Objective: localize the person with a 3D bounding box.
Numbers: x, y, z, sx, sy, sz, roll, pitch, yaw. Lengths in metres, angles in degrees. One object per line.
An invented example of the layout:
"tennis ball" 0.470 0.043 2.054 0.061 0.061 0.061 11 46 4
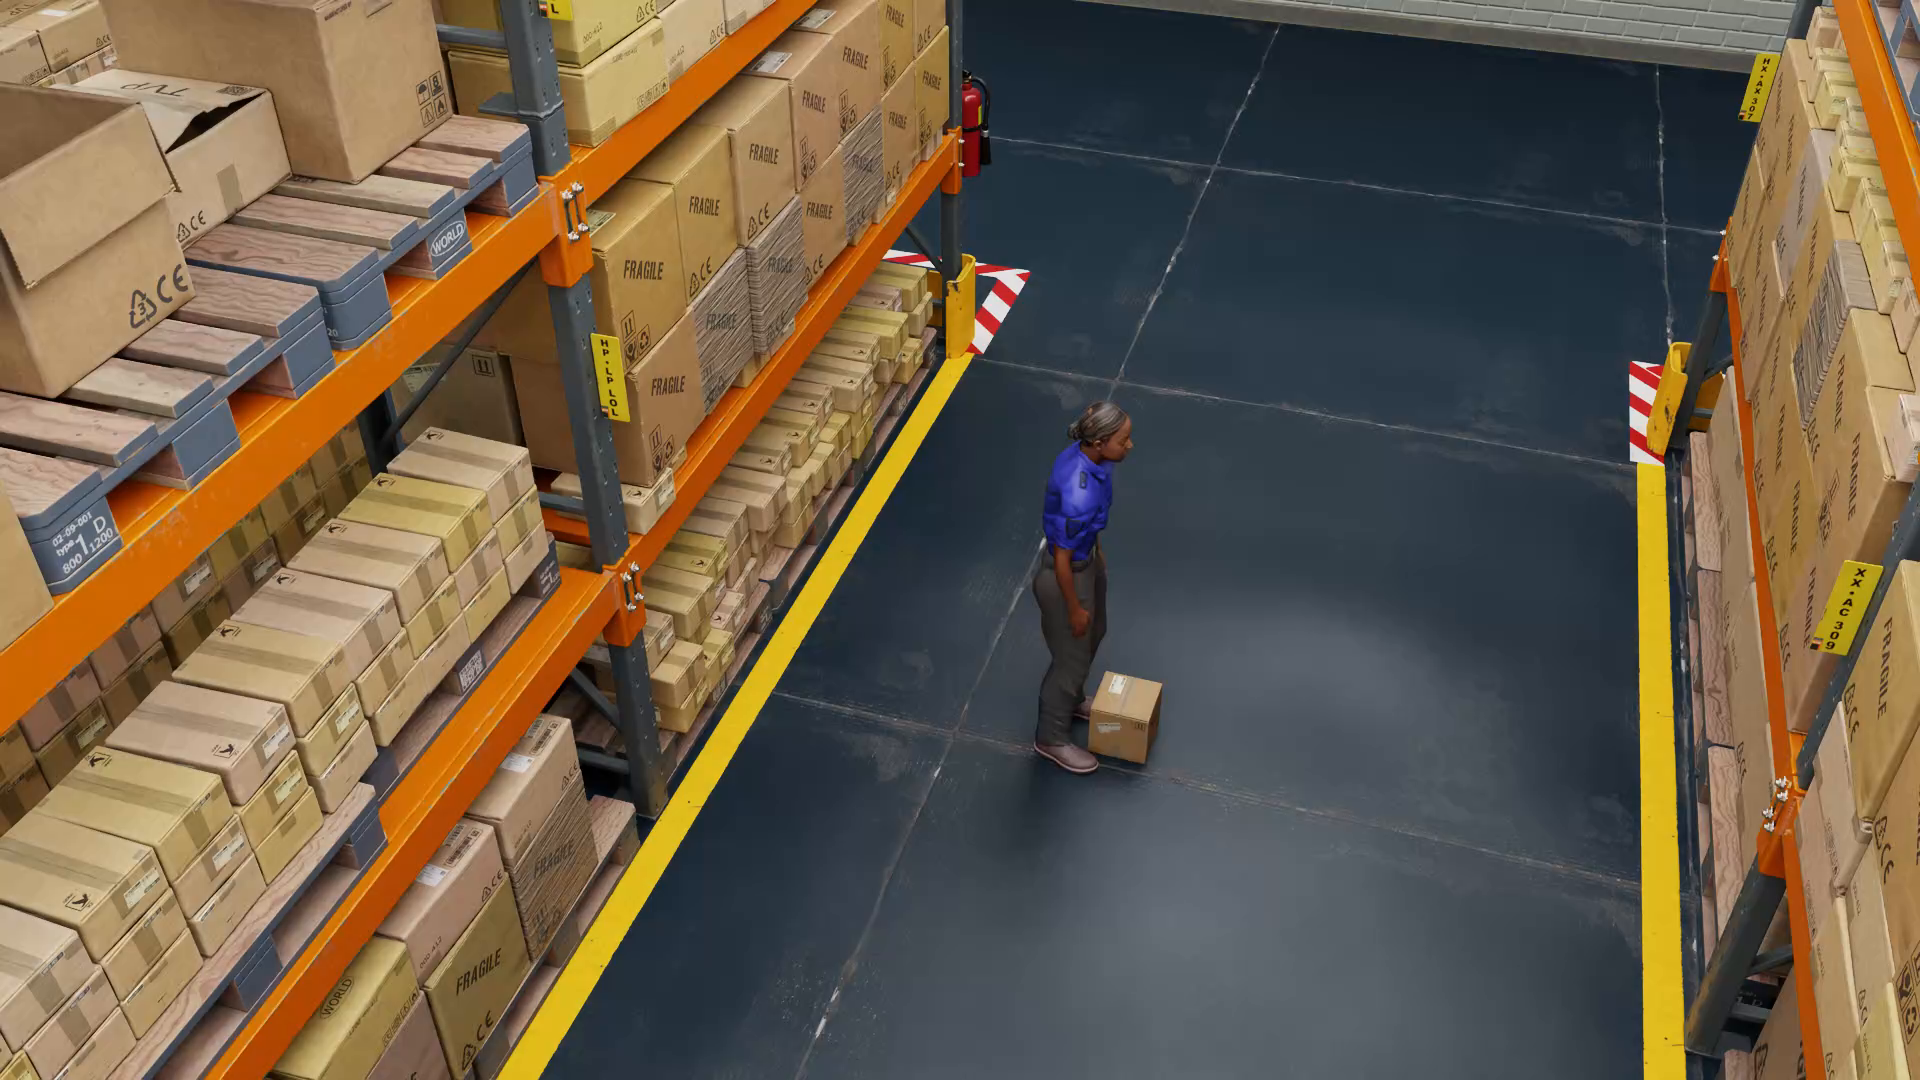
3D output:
"person" 0.479 0.158 6.686 0.346 1.656 0.529 9 38 12
